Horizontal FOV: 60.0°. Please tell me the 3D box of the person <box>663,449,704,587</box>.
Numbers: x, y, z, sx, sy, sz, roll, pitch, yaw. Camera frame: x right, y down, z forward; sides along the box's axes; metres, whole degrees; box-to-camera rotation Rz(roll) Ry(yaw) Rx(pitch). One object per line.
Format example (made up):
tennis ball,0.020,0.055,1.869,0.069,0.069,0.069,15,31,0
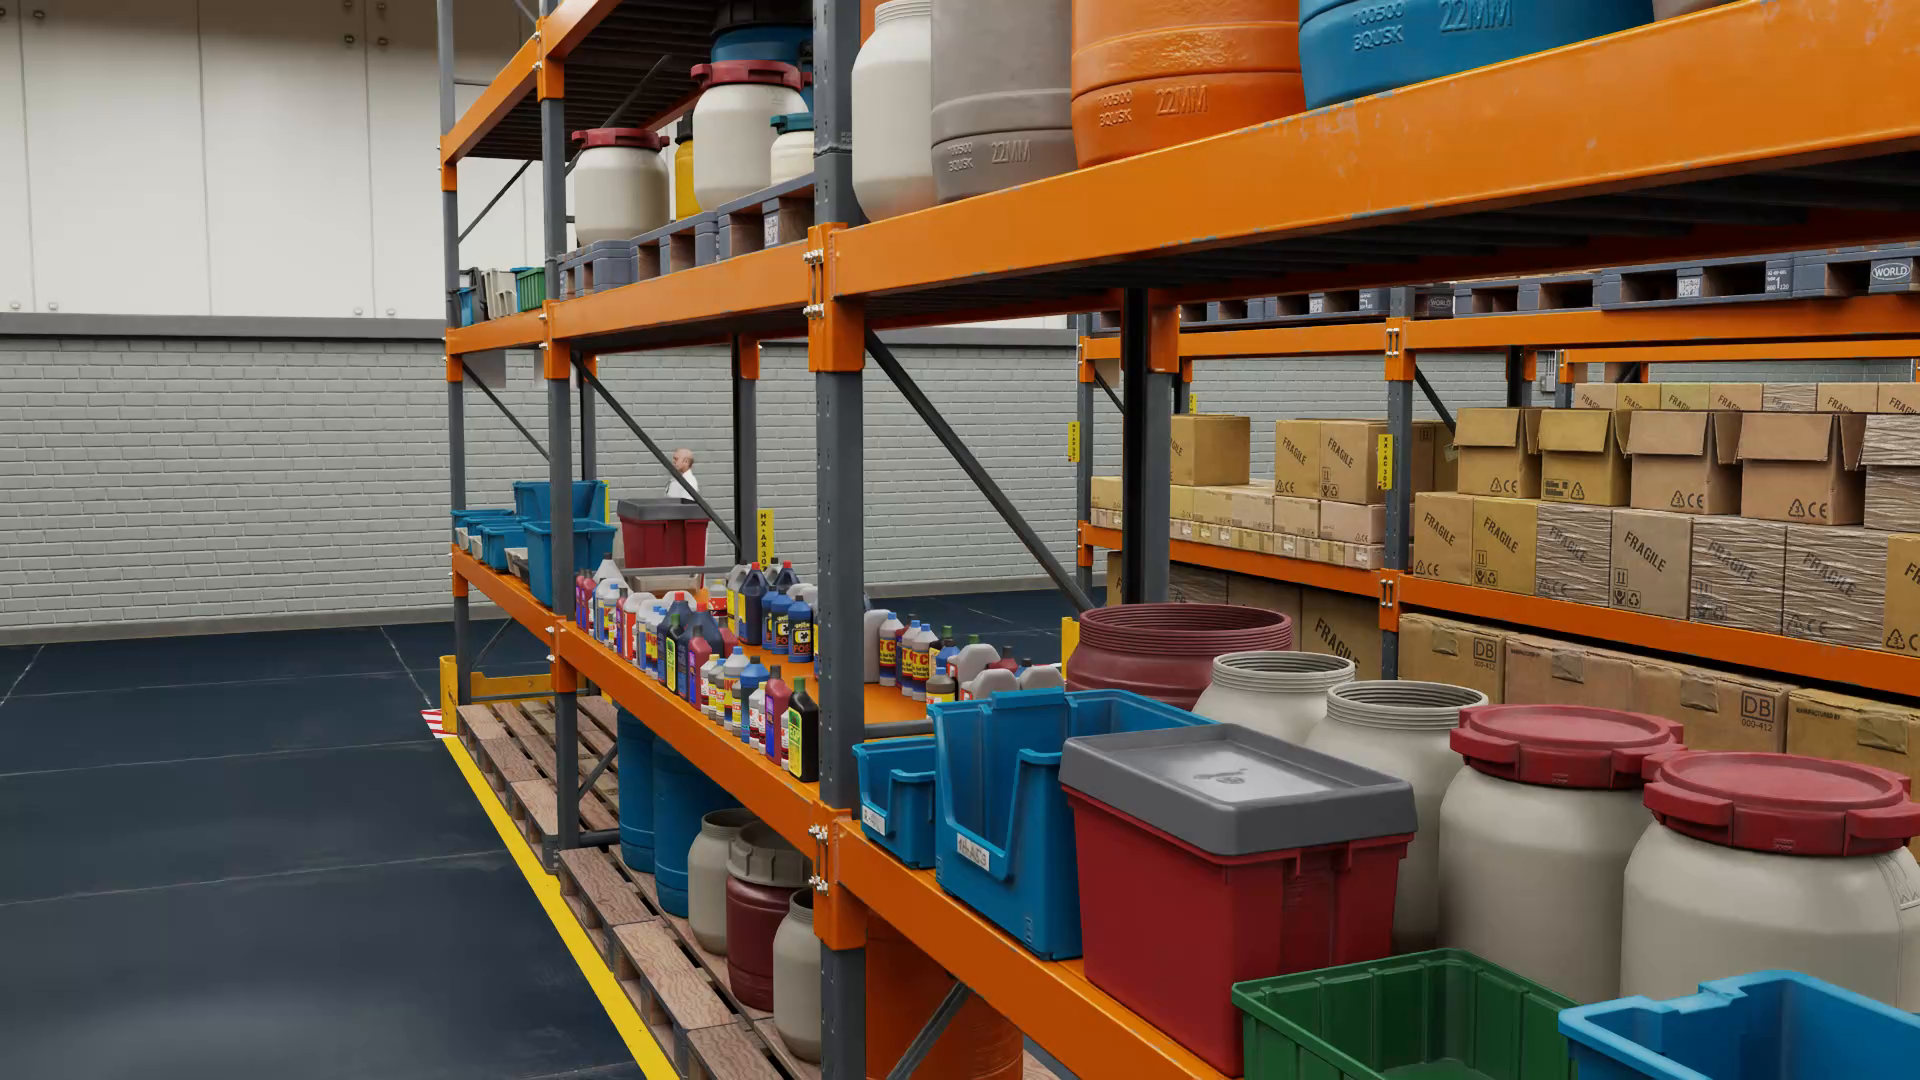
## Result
person,-2.950,-0.026,17.007,0.783,1.812,0.604,-2,6,-23
